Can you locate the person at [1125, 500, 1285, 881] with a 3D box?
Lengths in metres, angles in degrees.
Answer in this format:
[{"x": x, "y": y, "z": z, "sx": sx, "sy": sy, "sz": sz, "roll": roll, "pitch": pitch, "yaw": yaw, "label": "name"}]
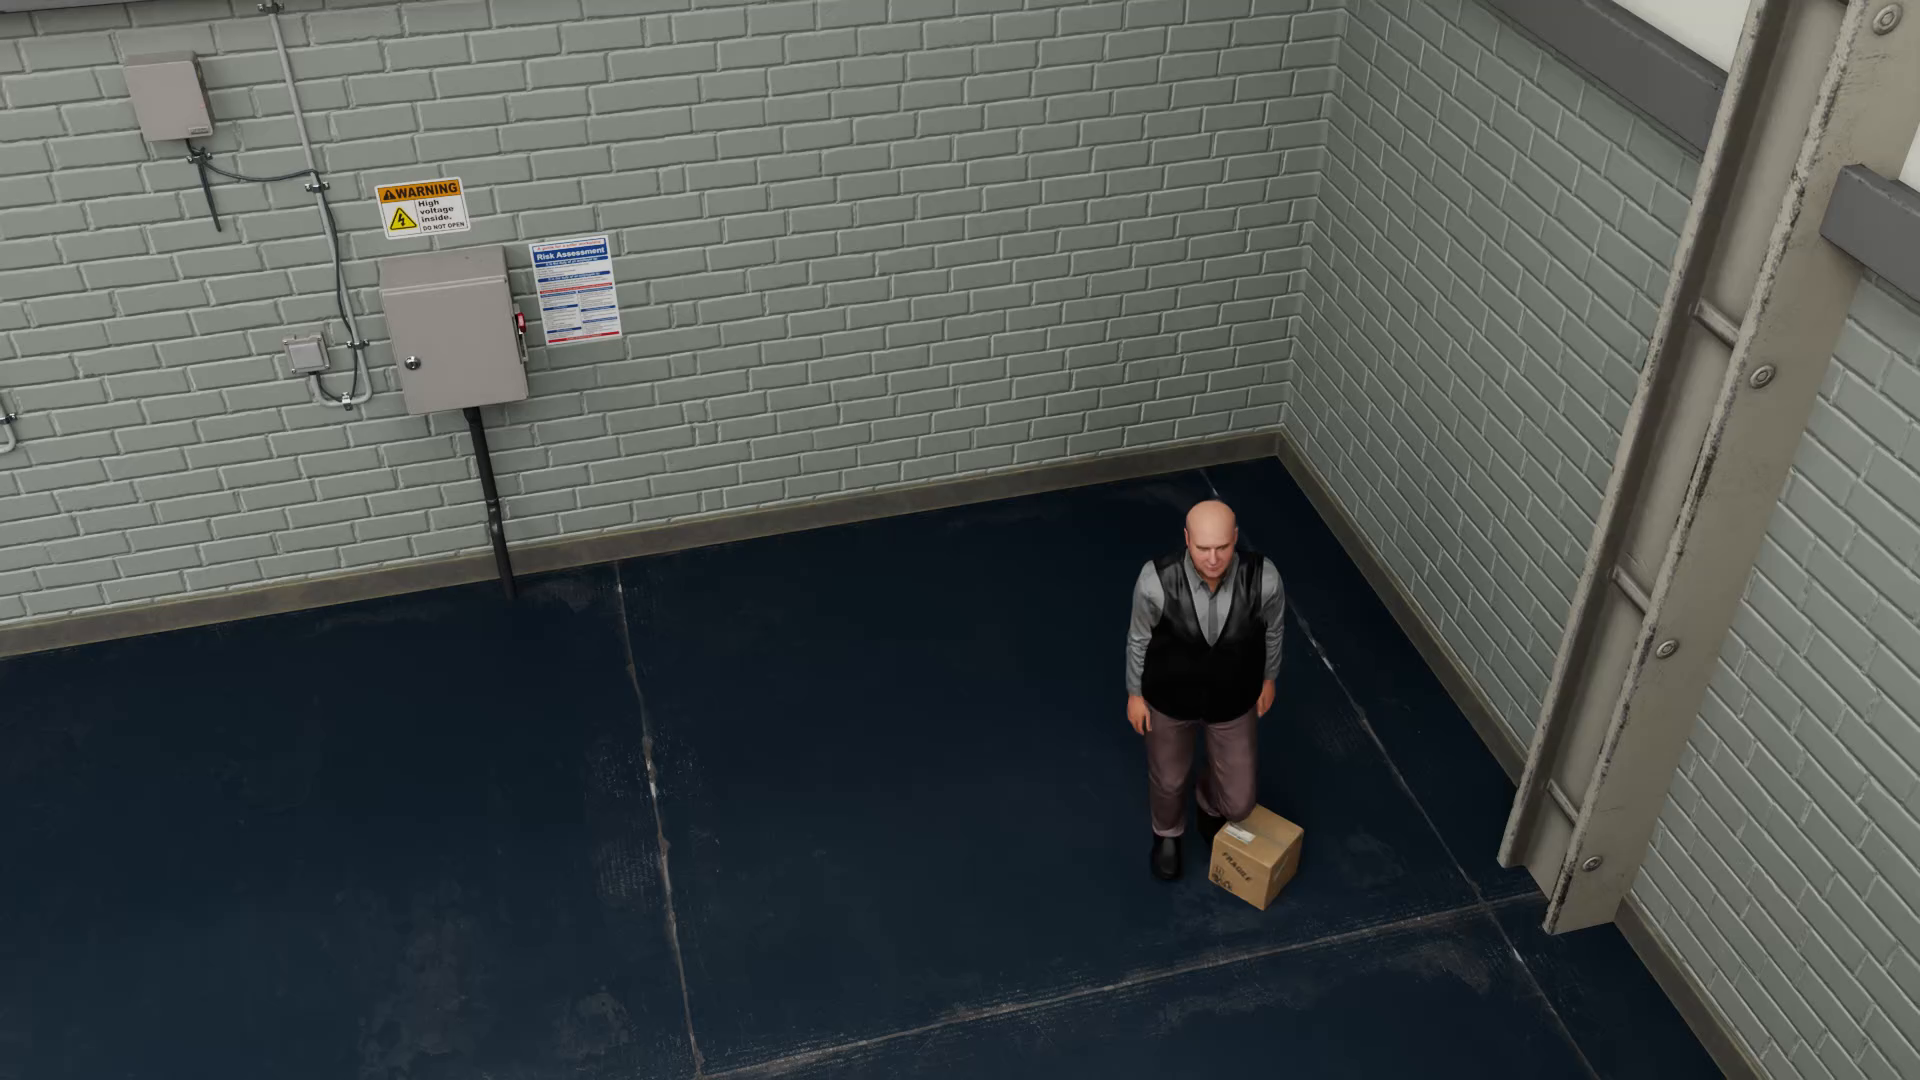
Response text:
[{"x": 0.864, "y": 0.563, "z": 5.971, "sx": 0.560, "sy": 1.711, "sz": 0.469, "roll": 2, "pitch": 38, "yaw": 2, "label": "person"}]
